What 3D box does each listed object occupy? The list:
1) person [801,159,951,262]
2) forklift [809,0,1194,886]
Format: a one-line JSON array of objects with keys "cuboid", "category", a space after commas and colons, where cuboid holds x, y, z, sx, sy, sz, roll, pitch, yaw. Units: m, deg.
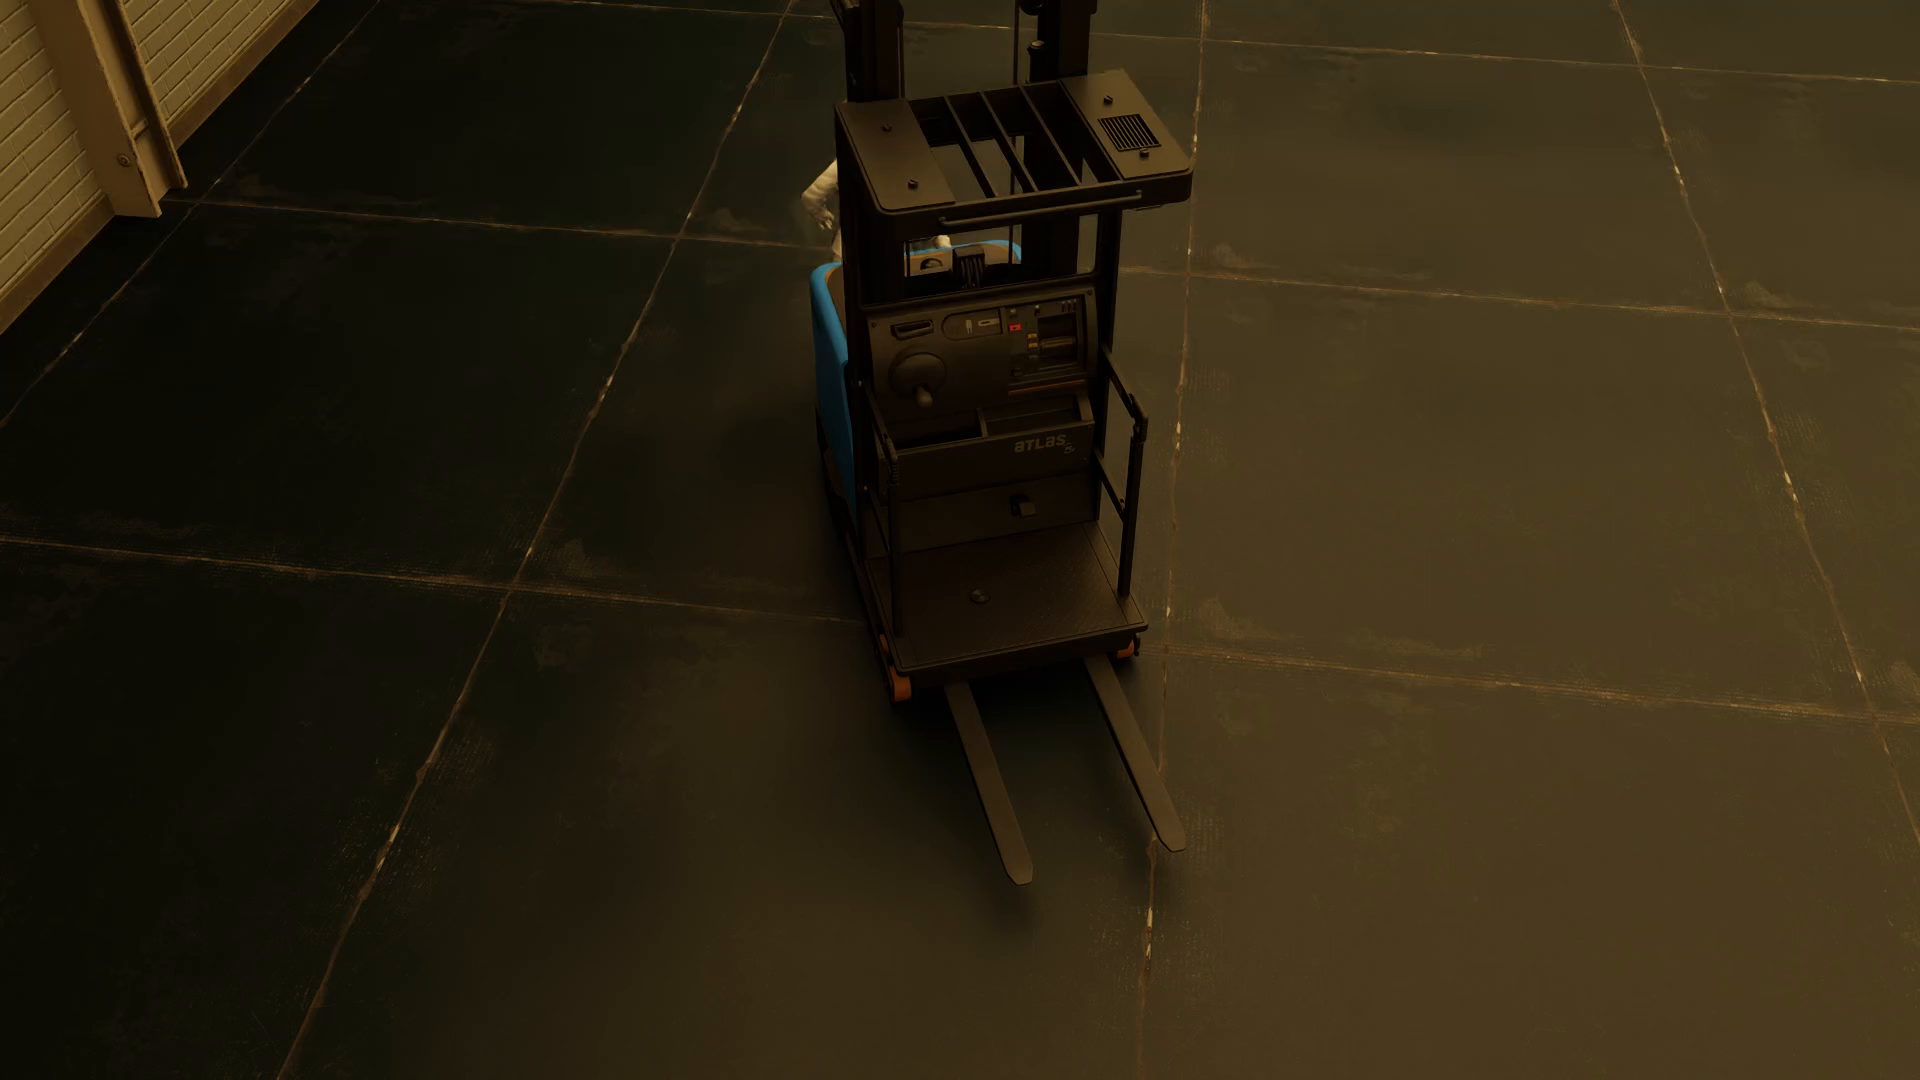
[{"cuboid": [-0.383, -1.460, 8.423, 0.884, 1.491, 0.534, 17, 45, 17], "category": "person"}, {"cuboid": [0.153, -0.681, 6.465, 1.130, 2.935, 3.031, -10, 44, -11], "category": "forklift"}]
